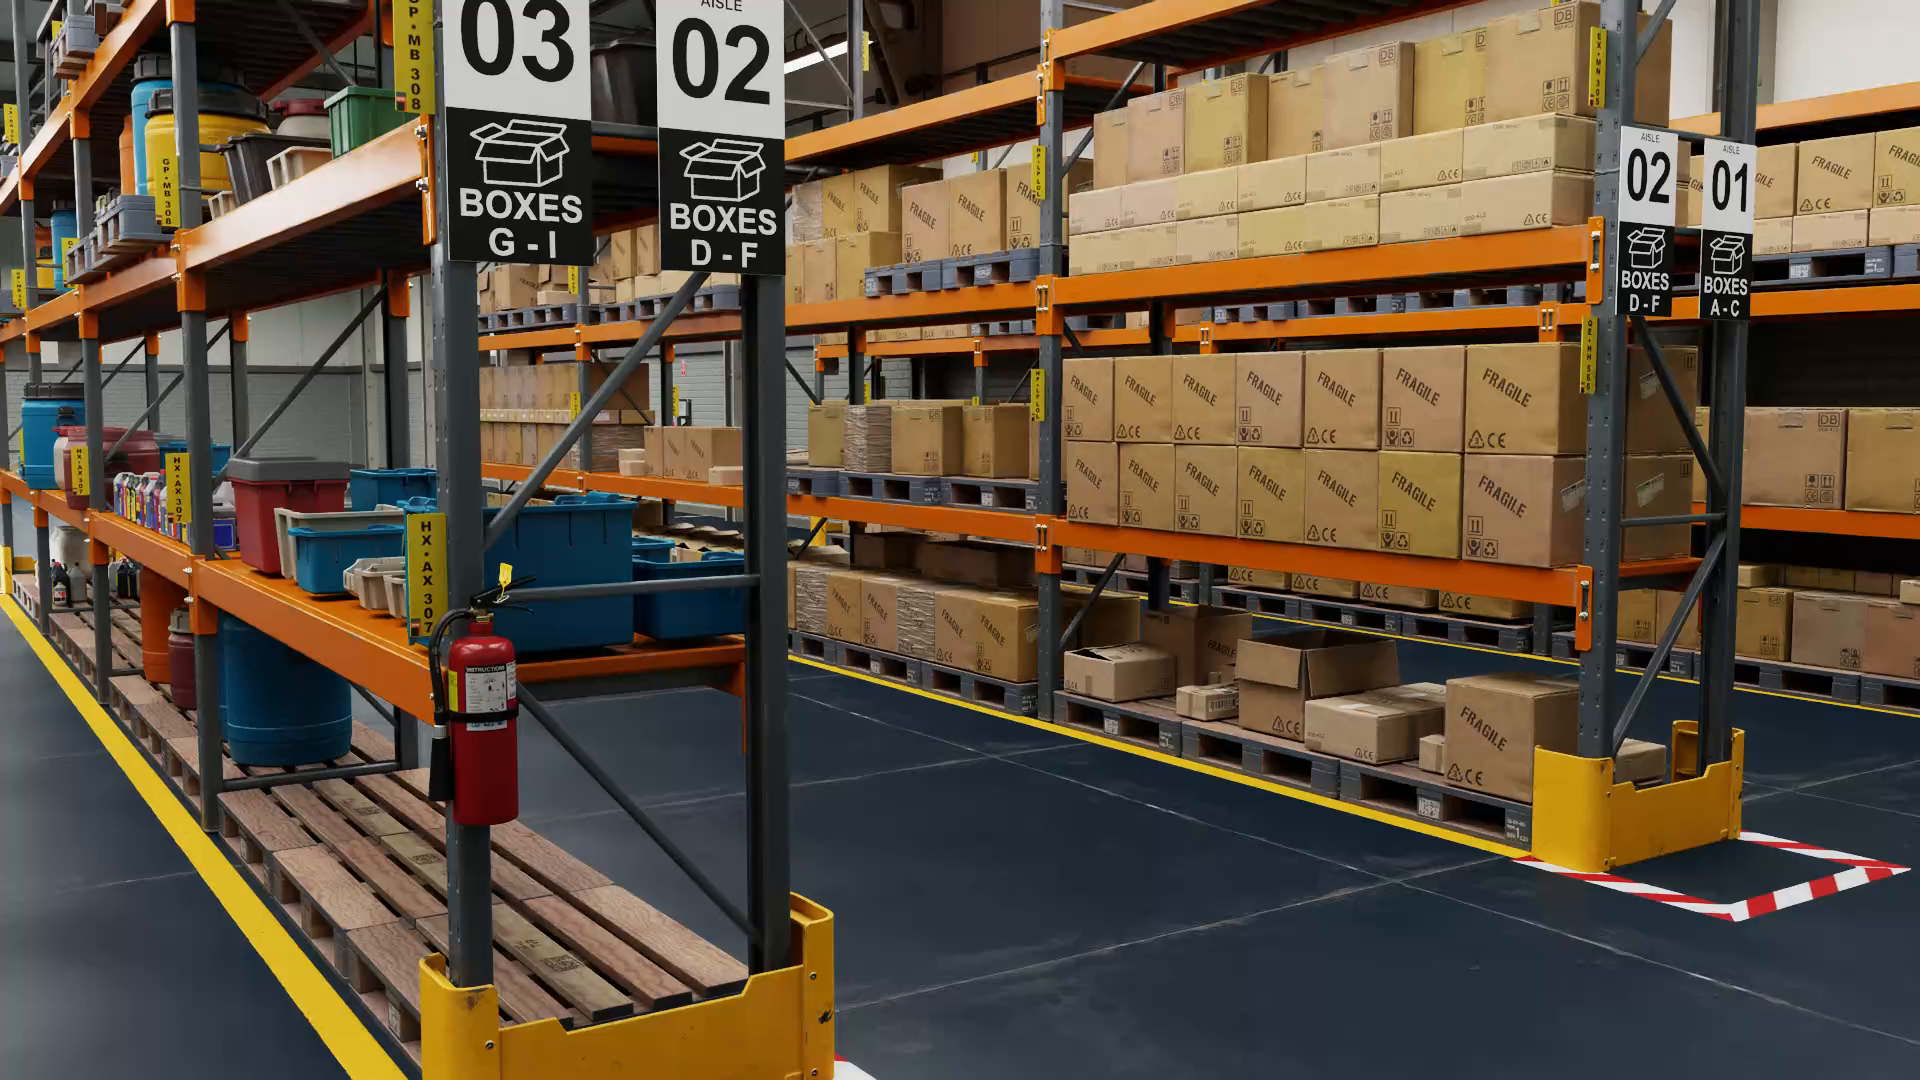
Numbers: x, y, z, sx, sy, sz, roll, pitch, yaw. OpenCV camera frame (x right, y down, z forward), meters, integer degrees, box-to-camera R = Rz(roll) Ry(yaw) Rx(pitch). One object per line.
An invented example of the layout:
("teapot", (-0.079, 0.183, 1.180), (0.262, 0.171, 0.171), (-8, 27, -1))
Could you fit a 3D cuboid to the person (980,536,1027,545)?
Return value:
("person", (0.375, -0.016, 14.790), (0.504, 1.657, 0.394), (-3, 6, -35))
